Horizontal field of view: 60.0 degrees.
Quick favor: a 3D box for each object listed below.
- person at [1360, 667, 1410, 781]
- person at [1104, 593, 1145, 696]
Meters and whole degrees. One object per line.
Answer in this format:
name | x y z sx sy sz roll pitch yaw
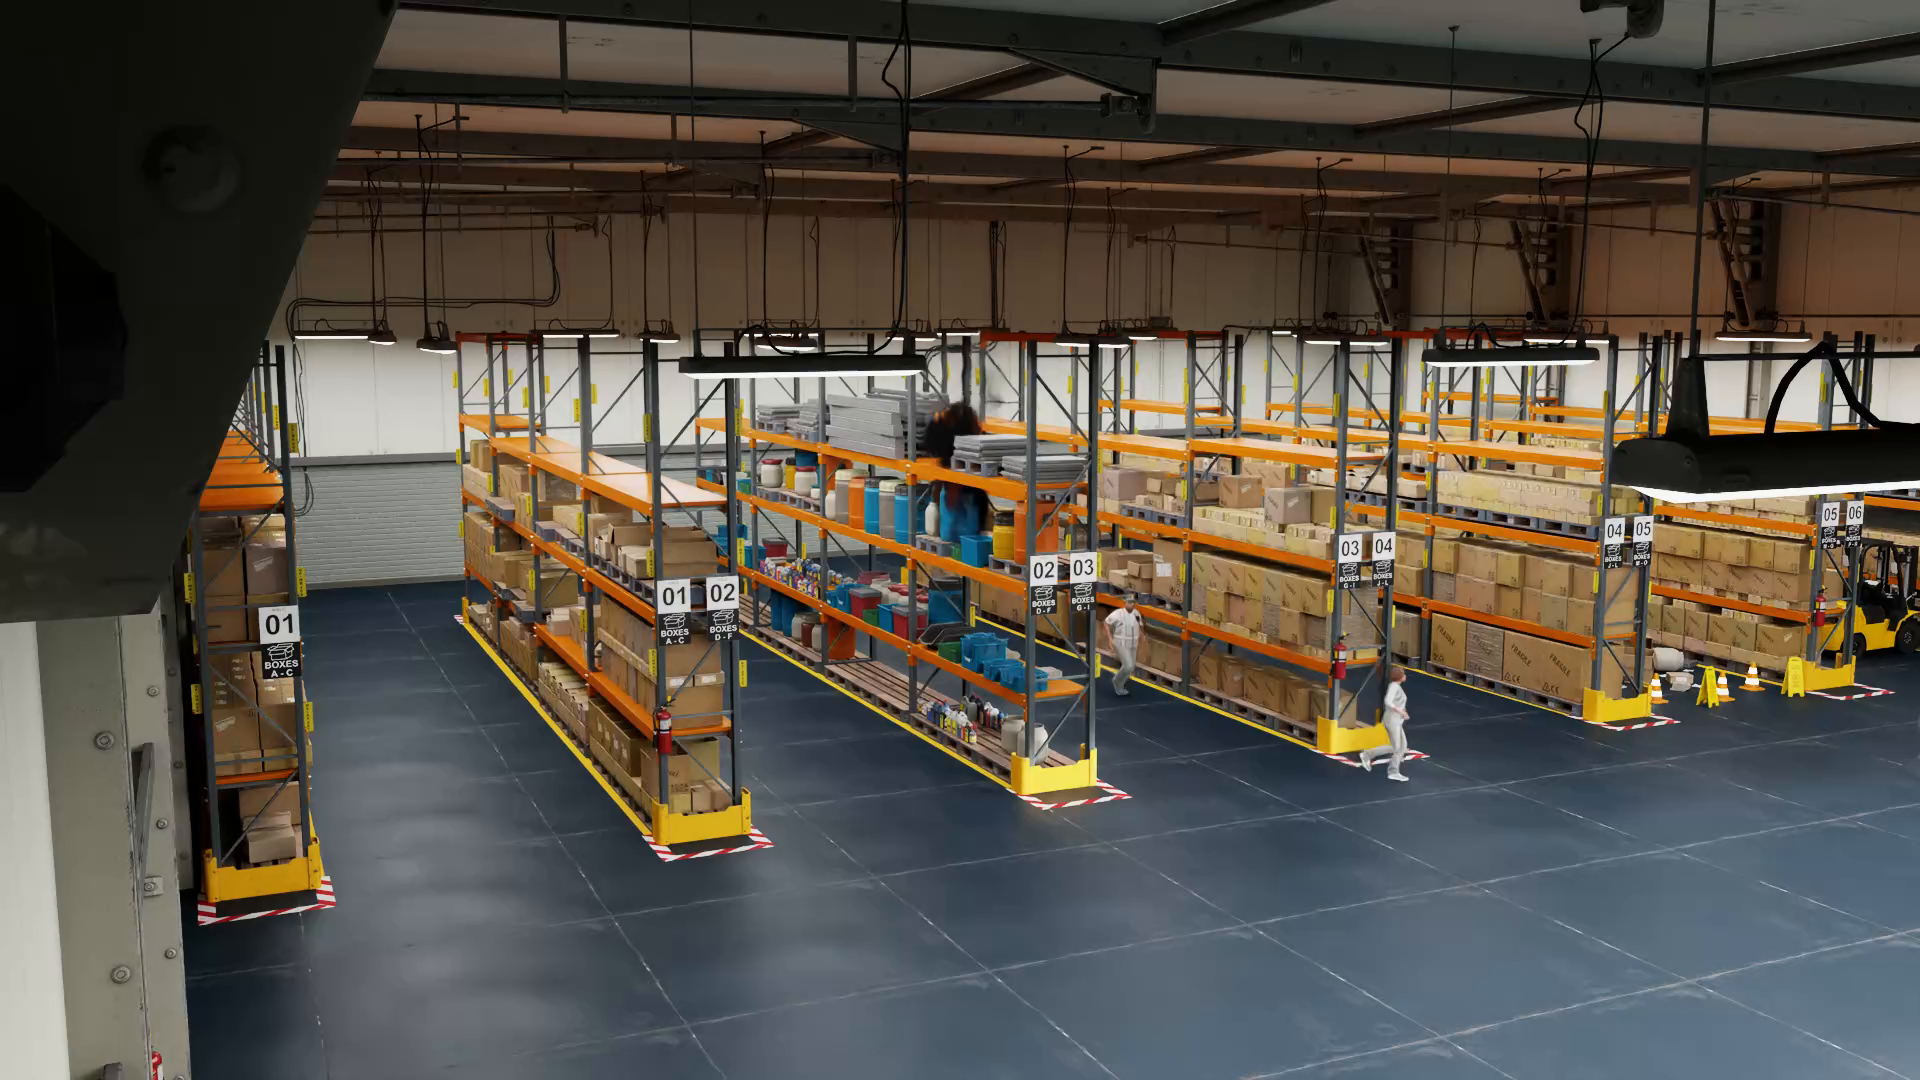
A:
person | 5.887 2.514 22.950 0.659 1.503 0.594 2 8 17
person | 2.788 1.741 27.643 0.636 1.738 0.741 -5 9 -32
